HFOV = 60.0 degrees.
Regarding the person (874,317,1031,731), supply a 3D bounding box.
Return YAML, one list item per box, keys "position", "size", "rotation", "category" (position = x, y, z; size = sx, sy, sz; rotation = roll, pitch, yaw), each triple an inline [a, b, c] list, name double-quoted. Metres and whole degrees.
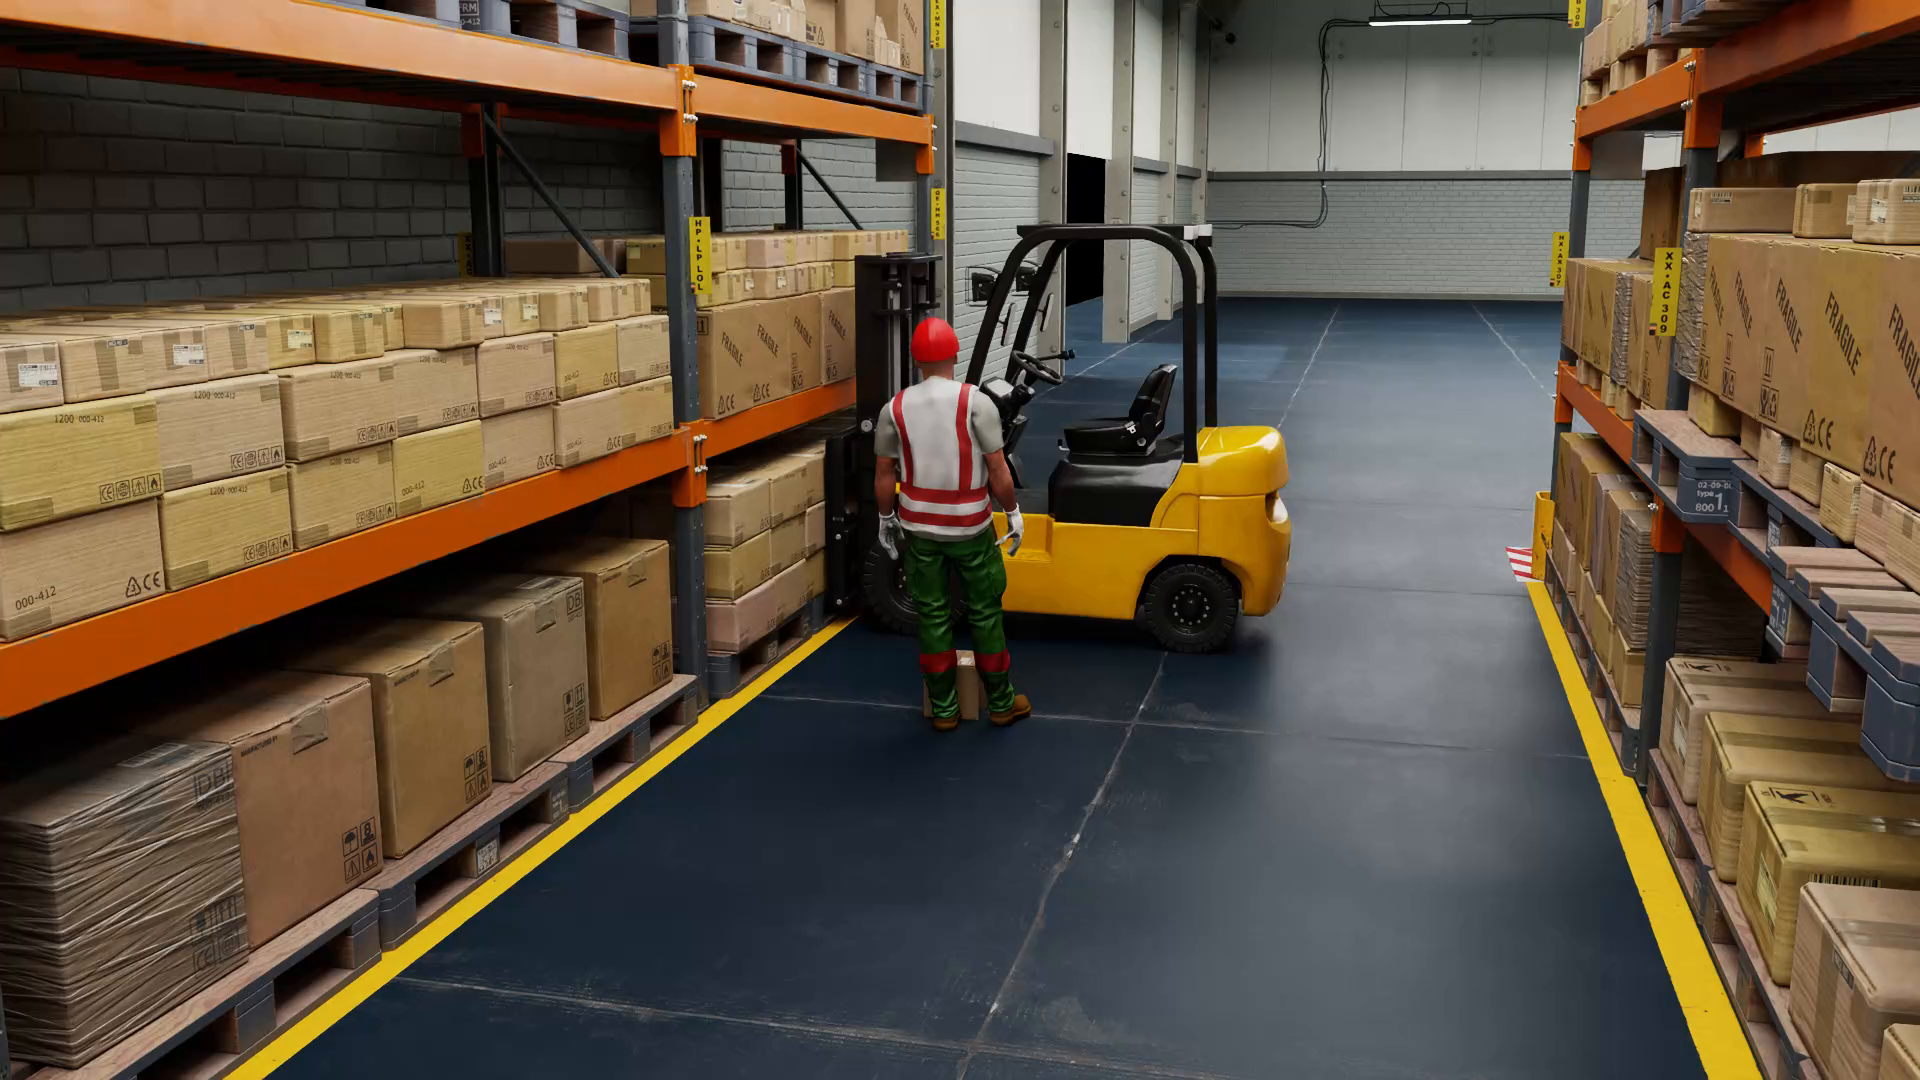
- position: [-0.028, -0.072, 7.191]
  size: [0.637, 1.790, 0.562]
  rotation: [3, 12, 14]
  category: "person"
